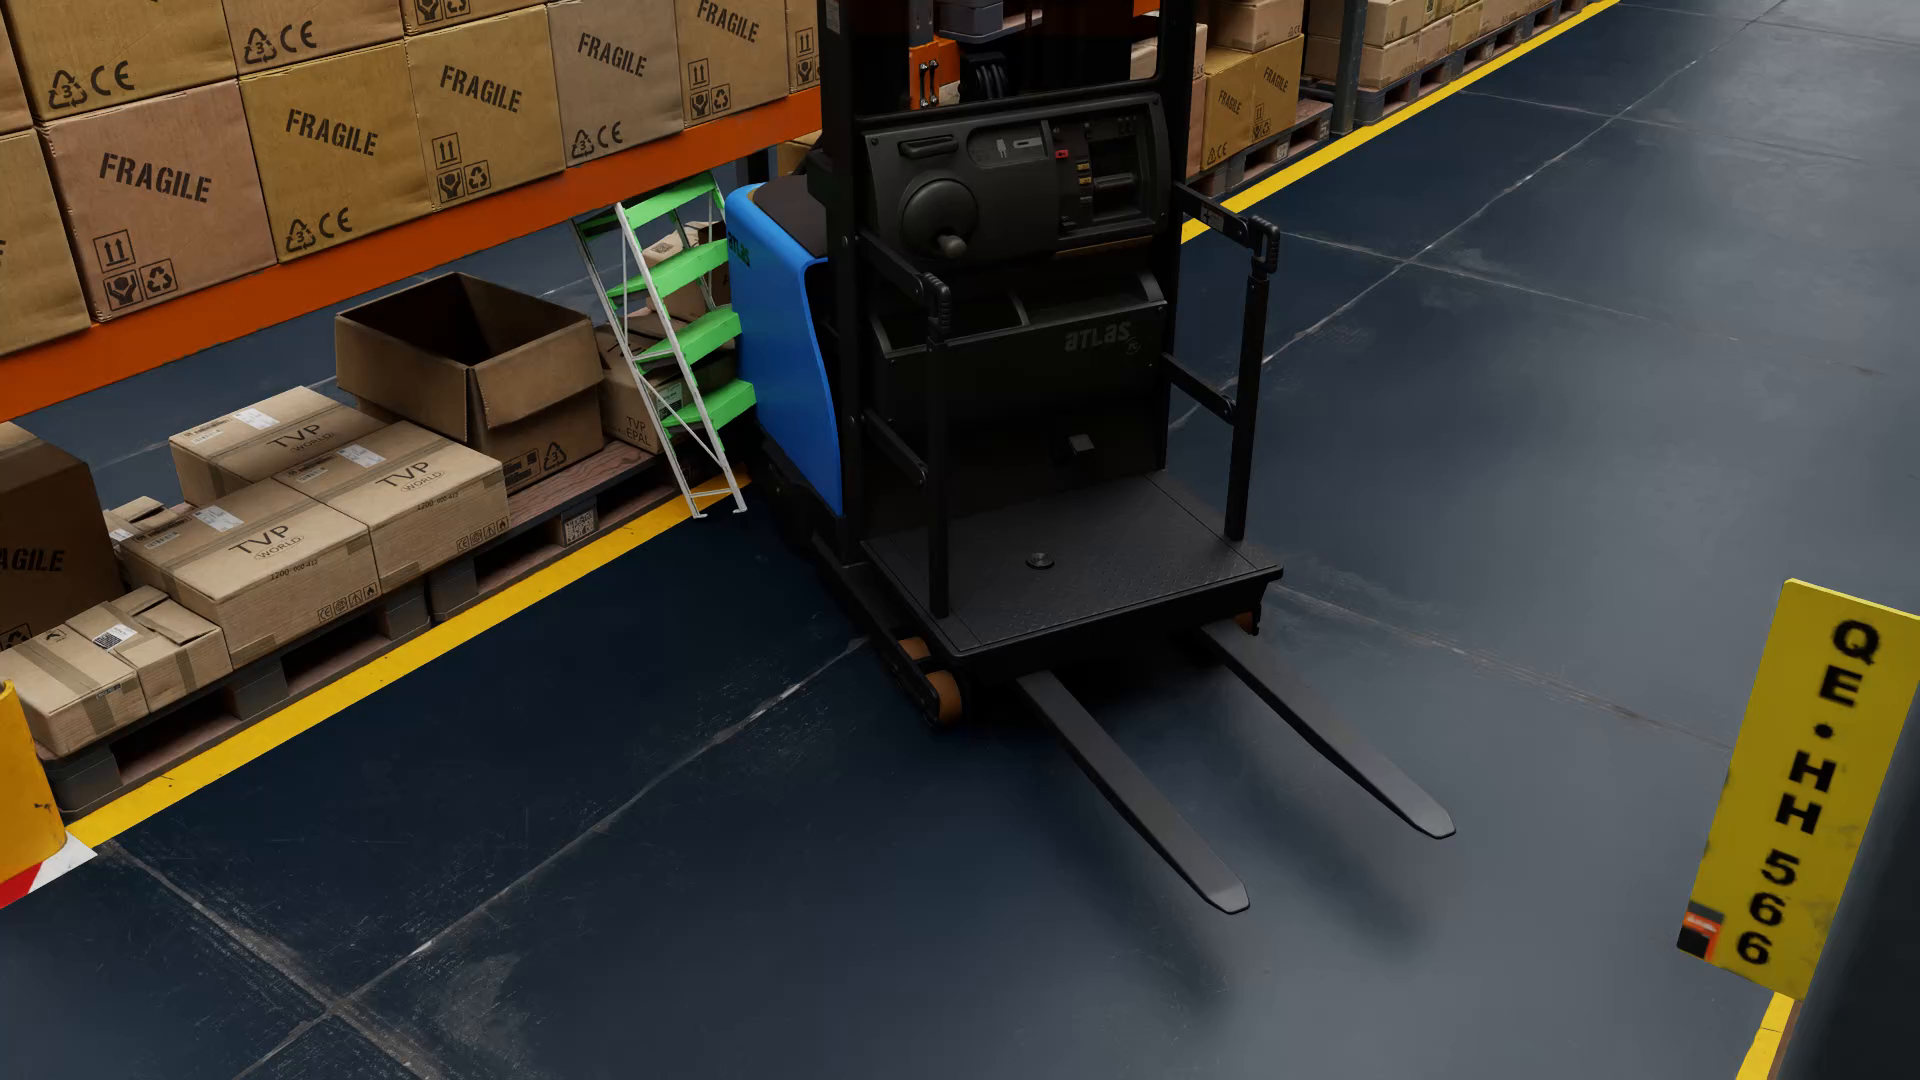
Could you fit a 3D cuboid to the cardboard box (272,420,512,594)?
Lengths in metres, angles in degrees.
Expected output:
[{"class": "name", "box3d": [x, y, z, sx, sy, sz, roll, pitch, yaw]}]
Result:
[{"class": "cardboard box", "box3d": [-1.793, -0.117, 5.271, 0.500, 0.250, 0.500, 21, 37, 31]}]

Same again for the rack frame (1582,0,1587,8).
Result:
[{"class": "rack frame", "box3d": [4.292, -5.448, 12.001, 1.000, 3.000, 0.127, 21, 37, 31]}]

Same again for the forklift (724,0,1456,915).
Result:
[{"class": "forklift", "box3d": [0.271, -0.972, 4.516, 1.130, 2.935, 3.031, -14, 33, -22]}]

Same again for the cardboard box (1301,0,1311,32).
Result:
[{"class": "cardboard box", "box3d": [1.998, -3.350, 10.195, 0.500, 0.311, 0.500, 22, 37, 33]}]

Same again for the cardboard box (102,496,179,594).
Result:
[{"class": "cardboard box", "box3d": [-2.503, 0.026, 5.112, 0.380, 0.166, 0.250, 21, 37, 31]}]

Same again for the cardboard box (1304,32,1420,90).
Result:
[{"class": "cardboard box", "box3d": [2.428, -2.942, 10.058, 0.500, 0.250, 0.500, 21, 37, 31]}]

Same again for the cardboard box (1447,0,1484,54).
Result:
[{"class": "cardboard box", "box3d": [3.040, -3.360, 10.763, 0.500, 0.250, 0.500, 20, 36, 30]}]

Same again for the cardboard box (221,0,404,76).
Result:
[{"class": "cardboard box", "box3d": [-1.858, -1.559, 4.360, 0.500, 0.500, 0.500, 22, 37, 32]}]

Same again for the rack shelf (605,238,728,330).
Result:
[{"class": "rack shelf", "box3d": [-0.974, -0.888, 5.716, 0.258, 0.148, 0.480, -7, 23, 34]}]

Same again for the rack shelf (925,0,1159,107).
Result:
[{"class": "rack shelf", "box3d": [0.670, -2.700, 8.069, 1.077, 0.370, 4.000, 21, 37, 31]}]

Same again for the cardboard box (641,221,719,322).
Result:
[{"class": "cardboard box", "box3d": [-0.963, -1.125, 6.911, 0.500, 0.311, 0.500, 21, 37, 31]}]

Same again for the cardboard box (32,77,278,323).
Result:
[{"class": "cardboard box", "box3d": [-2.166, -0.924, 4.269, 0.500, 0.500, 0.500, 21, 36, 31]}]

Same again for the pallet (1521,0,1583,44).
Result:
[{"class": "pallet", "box3d": [3.879, -3.937, 12.186, 1.003, 0.211, 1.213, 21, 37, 31]}]

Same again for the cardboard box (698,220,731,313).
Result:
[{"class": "cardboard box", "box3d": [-0.655, -0.991, 6.501, 0.500, 0.500, 0.500, 21, 37, 31]}]

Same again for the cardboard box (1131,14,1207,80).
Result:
[{"class": "cardboard box", "box3d": [0.855, -2.365, 8.083, 0.500, 0.250, 0.500, 20, 36, 30]}]

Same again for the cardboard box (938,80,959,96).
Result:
[{"class": "cardboard box", "box3d": [0.141, -2.001, 8.204, 0.500, 0.500, 0.500, 22, 37, 32]}]

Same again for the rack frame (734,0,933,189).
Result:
[{"class": "rack frame", "box3d": [-0.537, -2.196, 6.514, 1.000, 3.000, 0.127, 21, 37, 31]}]

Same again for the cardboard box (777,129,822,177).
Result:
[{"class": "cardboard box", "box3d": [-0.467, -1.599, 7.526, 0.500, 0.500, 0.500, 21, 37, 31]}]

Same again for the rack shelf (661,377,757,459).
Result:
[{"class": "rack shelf", "box3d": [-0.817, -0.463, 5.875, 0.258, 0.148, 0.480, -7, 23, 34]}]

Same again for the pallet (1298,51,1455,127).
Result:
[{"class": "pallet", "box3d": [2.406, -2.945, 10.512, 1.003, 0.211, 1.213, 21, 37, 31]}]

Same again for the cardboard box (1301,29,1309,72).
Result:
[{"class": "cardboard box", "box3d": [2.001, -3.109, 10.339, 0.500, 0.250, 0.500, 22, 37, 32]}]

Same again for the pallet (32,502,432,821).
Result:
[{"class": "pallet", "box3d": [-2.425, 0.274, 5.081, 1.003, 0.211, 1.213, 21, 37, 31]}]

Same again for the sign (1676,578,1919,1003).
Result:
[{"class": "sign", "box3d": [0.576, 0.180, 1.136, 0.100, 0.325, 0.005, 21, 37, 31]}]

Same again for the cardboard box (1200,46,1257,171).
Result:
[{"class": "cardboard box", "box3d": [1.188, -2.273, 8.664, 0.500, 0.500, 0.500, 20, 36, 30]}]

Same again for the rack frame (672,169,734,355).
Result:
[{"class": "rack frame", "box3d": [-0.804, -0.843, 5.960, 0.240, 1.200, 0.015, -7, 23, 34]}]

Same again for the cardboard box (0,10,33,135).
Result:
[{"class": "cardboard box", "box3d": [-2.473, -1.143, 3.657, 0.500, 0.500, 0.500, 22, 37, 33]}]

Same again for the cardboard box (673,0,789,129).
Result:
[{"class": "cardboard box", "box3d": [-0.944, -1.747, 5.658, 0.500, 0.500, 0.500, 22, 37, 33]}]

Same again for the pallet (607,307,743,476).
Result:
[{"class": "pallet", "box3d": [-0.952, -0.718, 6.754, 1.003, 0.211, 1.213, 21, 37, 31]}]

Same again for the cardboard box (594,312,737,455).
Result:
[{"class": "cardboard box", "box3d": [-1.107, -0.605, 6.035, 0.500, 0.311, 0.500, 21, 37, 31]}]

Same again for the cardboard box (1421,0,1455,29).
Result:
[{"class": "cardboard box", "box3d": [2.738, -3.400, 10.279, 0.500, 0.311, 0.500, 20, 36, 30]}]

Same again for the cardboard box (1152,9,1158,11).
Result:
[{"class": "cardboard box", "box3d": [1.375, -2.839, 9.618, 0.500, 0.500, 0.500, 23, 38, 33]}]

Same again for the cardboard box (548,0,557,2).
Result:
[{"class": "cardboard box", "box3d": [-1.247, -1.970, 5.054, 0.500, 0.500, 0.500, 21, 37, 32]}]

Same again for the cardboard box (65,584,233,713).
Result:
[{"class": "cardboard box", "box3d": [-2.274, 0.293, 4.661, 0.380, 0.166, 0.250, 21, 37, 31]}]

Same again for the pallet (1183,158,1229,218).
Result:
[{"class": "pallet", "box3d": [0.660, -1.837, 8.643, 1.003, 0.211, 1.213, 21, 37, 31]}]

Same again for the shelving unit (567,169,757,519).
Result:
[{"class": "shelving unit", "box3d": [-0.917, -0.732, 5.774, 0.258, 1.200, 0.503, -7, 23, 34]}]

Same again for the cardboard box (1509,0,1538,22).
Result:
[{"class": "cardboard box", "box3d": [3.658, -3.775, 11.462, 0.500, 0.250, 0.500, 22, 37, 32]}]

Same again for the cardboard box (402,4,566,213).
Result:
[{"class": "cardboard box", "box3d": [-1.558, -1.330, 4.953, 0.500, 0.500, 0.500, 22, 37, 32]}]
